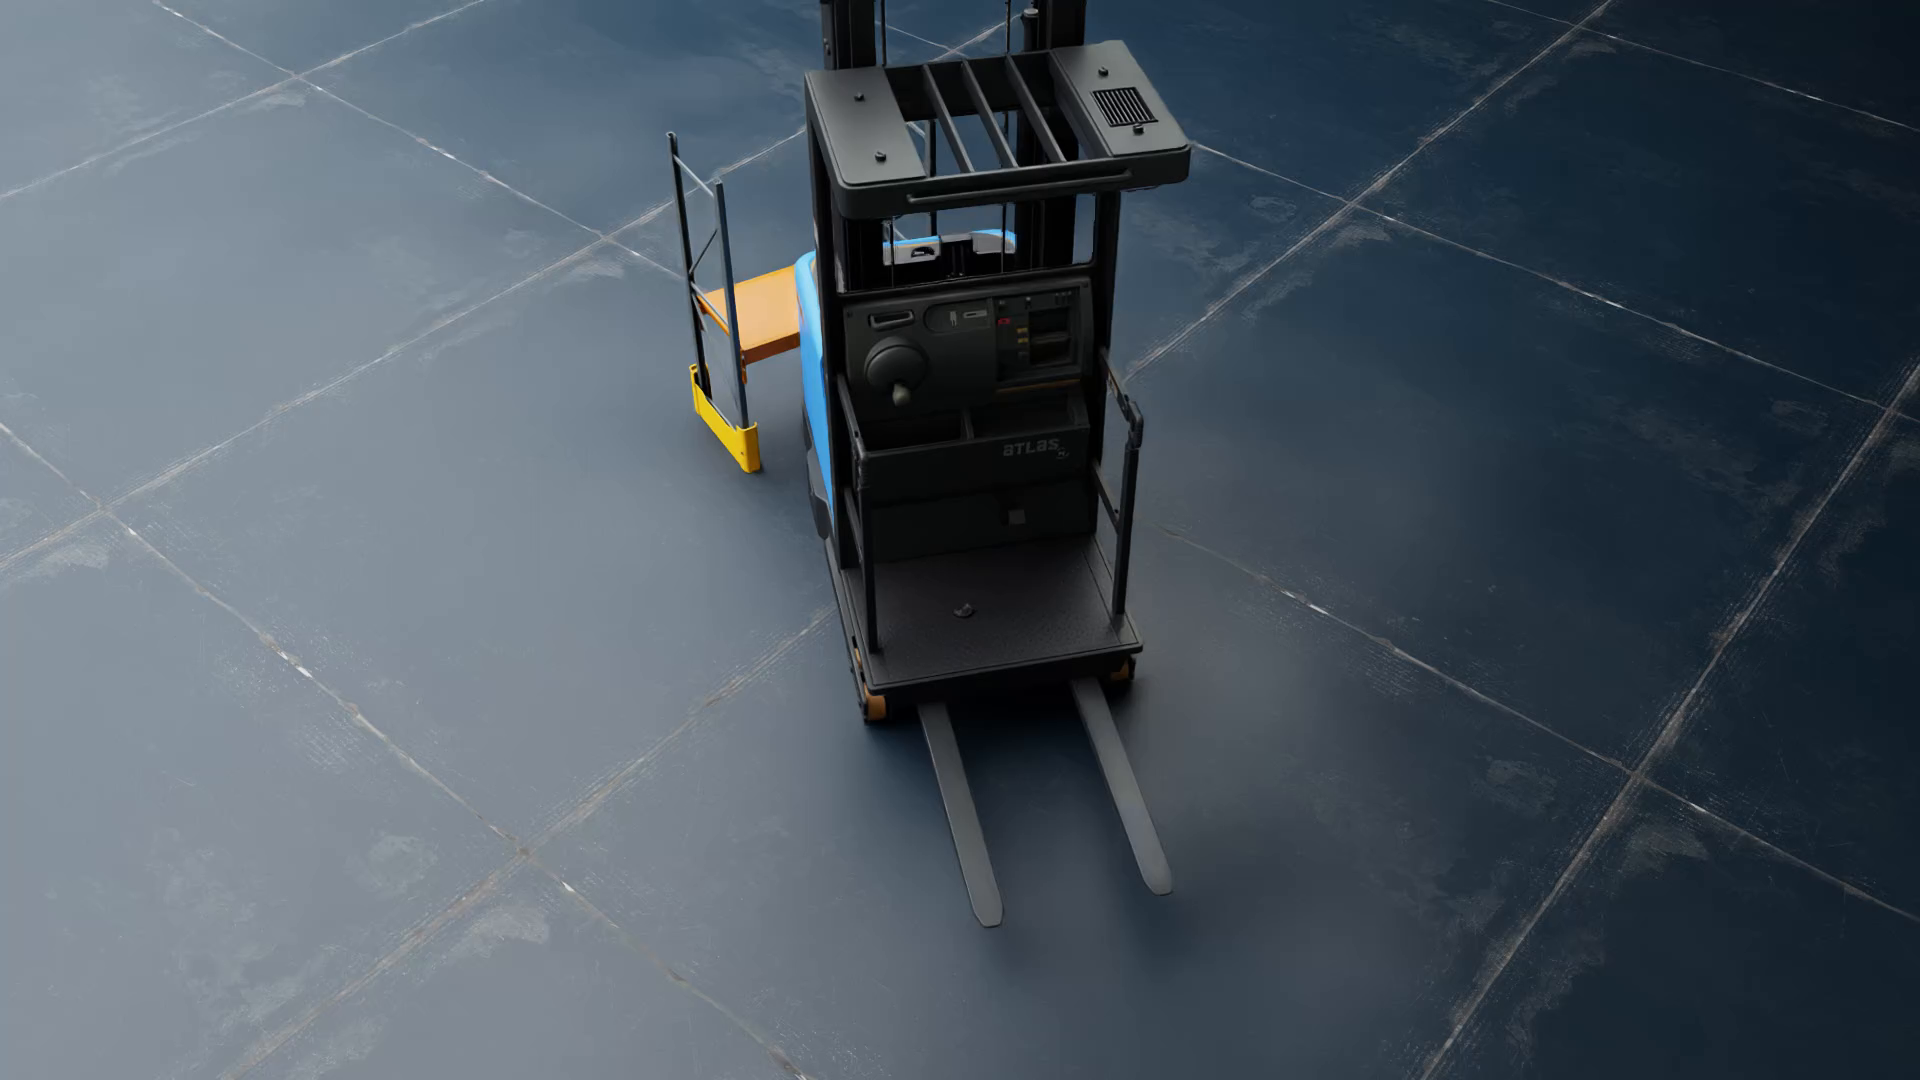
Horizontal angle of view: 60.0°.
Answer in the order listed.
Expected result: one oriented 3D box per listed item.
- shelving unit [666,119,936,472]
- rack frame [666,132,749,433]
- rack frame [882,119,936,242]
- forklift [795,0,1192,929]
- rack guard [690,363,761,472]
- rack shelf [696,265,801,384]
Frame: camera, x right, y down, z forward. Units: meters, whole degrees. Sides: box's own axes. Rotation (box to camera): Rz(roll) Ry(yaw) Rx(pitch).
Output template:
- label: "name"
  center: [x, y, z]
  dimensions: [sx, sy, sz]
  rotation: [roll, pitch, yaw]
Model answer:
- label: "shelving unit"
  center: [-0.691, -1.225, 7.664]
  dimensions: [1.083, 1.500, 0.587]
  rotation: [-22, 47, -23]
- label: "rack frame"
  center: [-1.117, -1.049, 7.471]
  dimensions: [0.032, 1.500, 0.500]
  rotation: [-22, 47, -23]
- label: "rack frame"
  center: [-0.251, -1.407, 7.865]
  dimensions: [0.032, 1.500, 0.500]
  rotation: [-22, 47, -23]
- label: "forklift"
  center: [0.085, -0.644, 5.962]
  dimensions: [1.130, 2.935, 3.031]
  rotation: [-8, 43, -9]
- label: "rack guard"
  center: [-1.115, -0.587, 7.892]
  dimensions: [0.087, 0.250, 0.587]
  rotation: [-22, 47, -23]
- label: "rack shelf"
  center: [-0.684, -1.095, 7.789]
  dimensions: [1.000, 0.185, 0.538]
  rotation: [-22, 47, -23]
